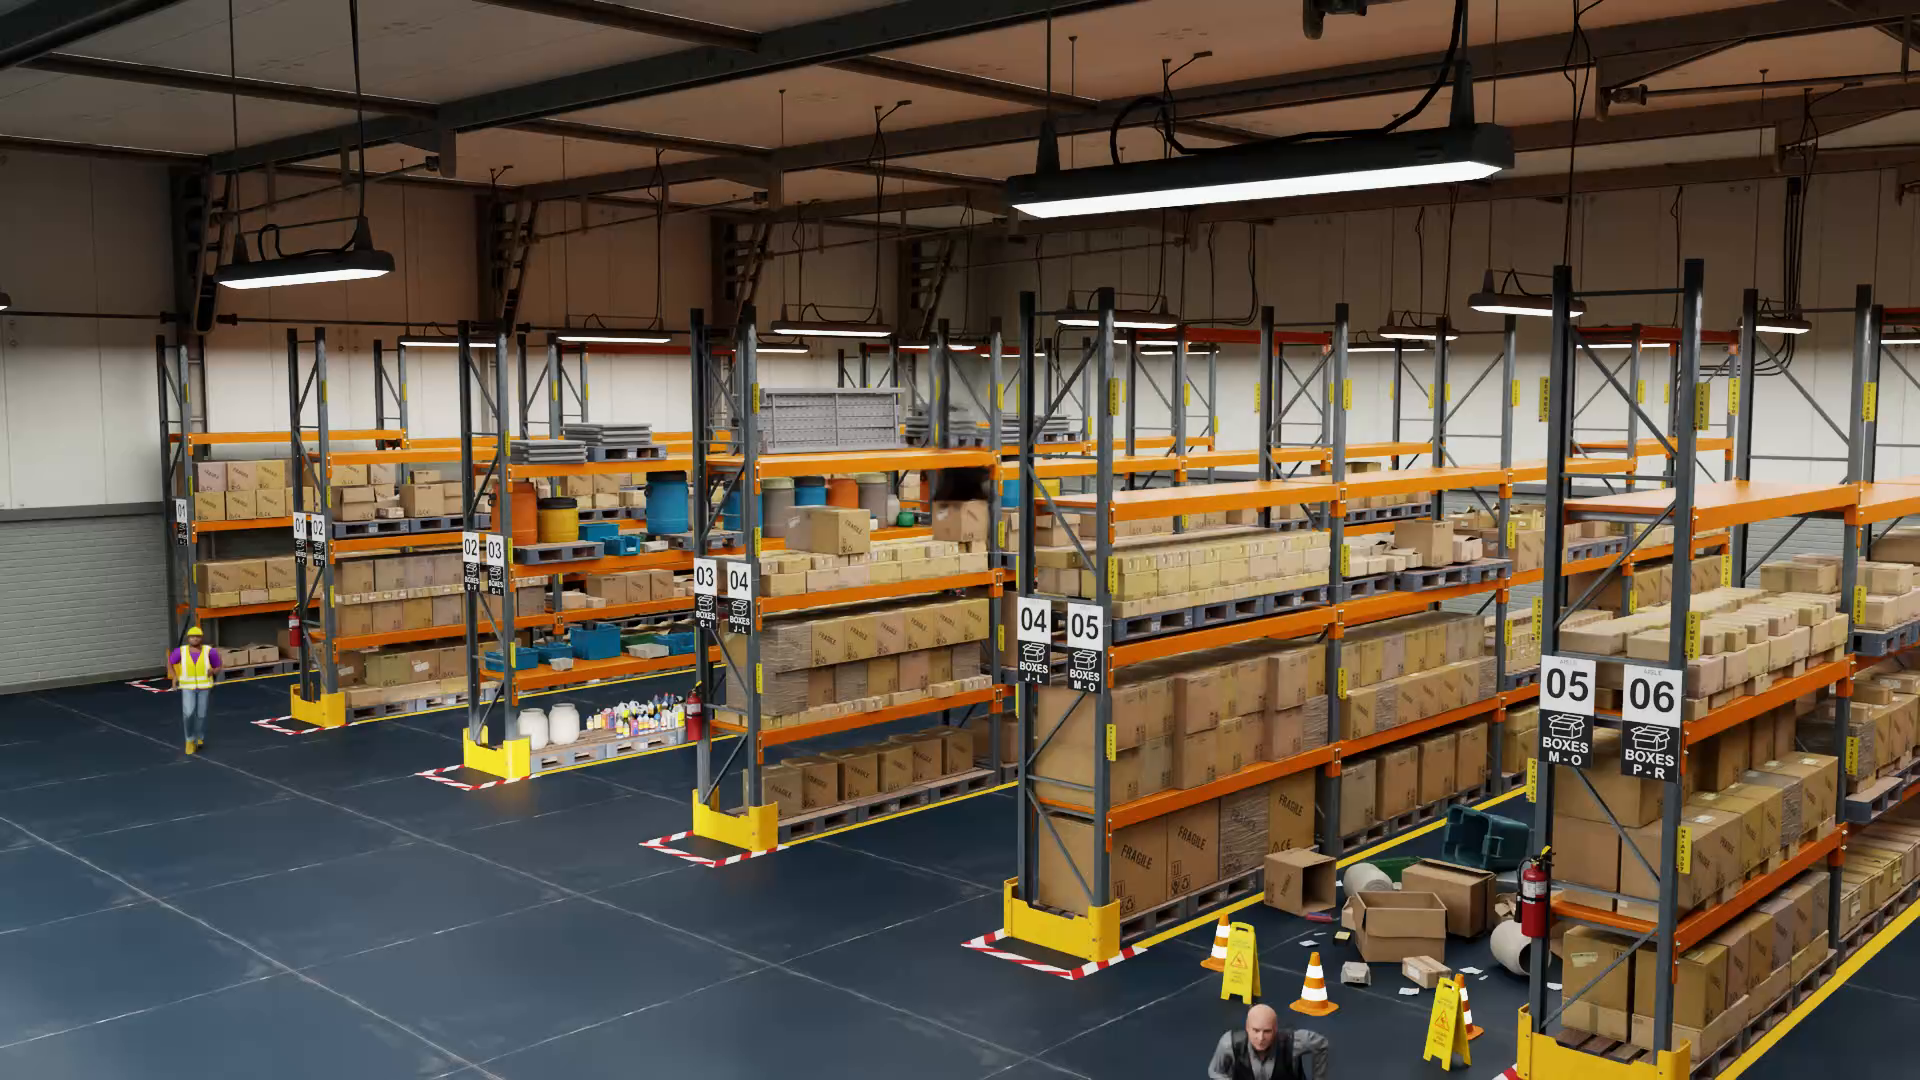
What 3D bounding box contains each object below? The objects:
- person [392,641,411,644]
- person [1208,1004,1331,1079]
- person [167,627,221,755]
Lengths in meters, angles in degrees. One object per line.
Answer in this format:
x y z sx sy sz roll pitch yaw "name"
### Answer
-9.544 1.647 28.688 0.562 1.655 0.589 3 6 33 "person"
1.836 3.452 9.884 0.702 1.681 0.992 1 6 14 "person"
-10.708 2.110 23.313 0.672 1.802 0.736 -3 6 -30 "person"
